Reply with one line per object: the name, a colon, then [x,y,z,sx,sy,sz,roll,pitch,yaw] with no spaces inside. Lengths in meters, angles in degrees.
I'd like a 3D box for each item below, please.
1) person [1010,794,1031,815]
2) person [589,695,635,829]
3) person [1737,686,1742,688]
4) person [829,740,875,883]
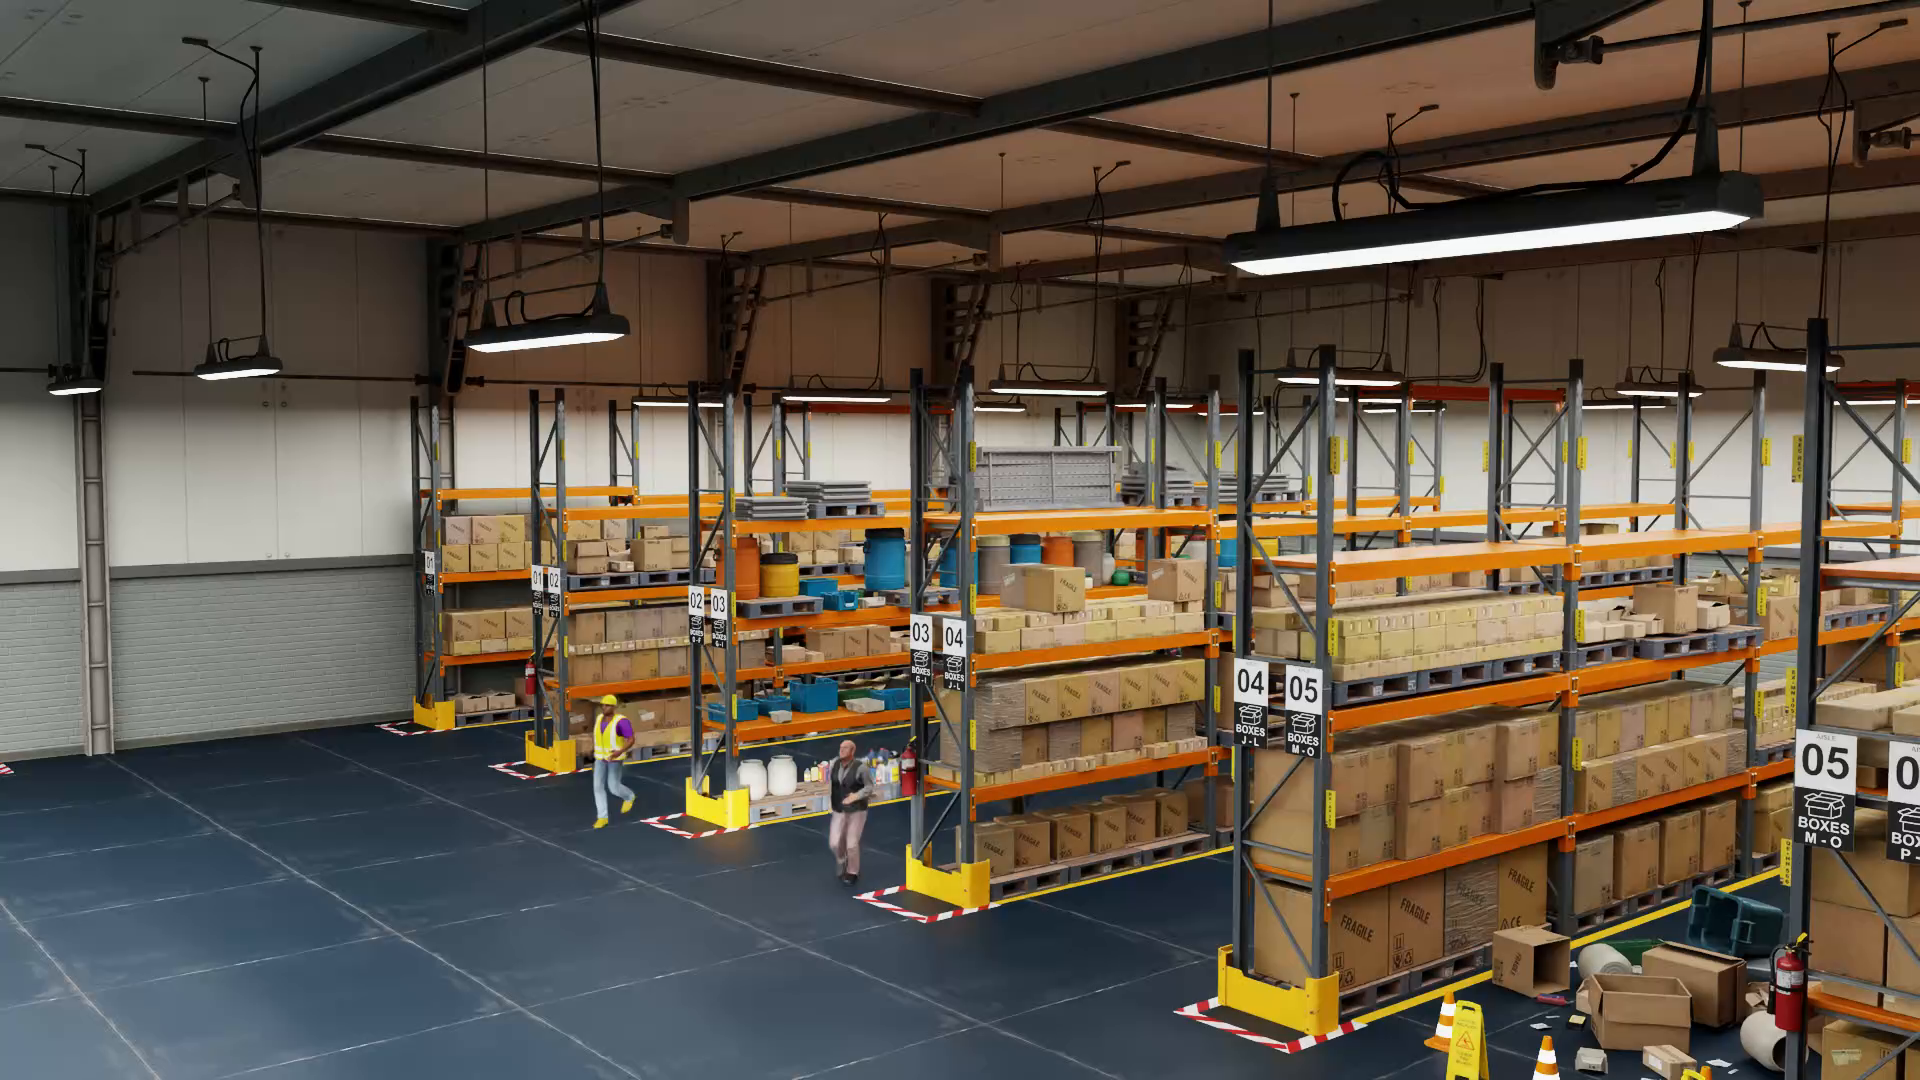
person: [0.847,2.982,22.613,0.724,1.752,0.653,3,4,41]
person: [-4.720,2.970,22.553,0.711,1.761,0.849,1,4,19]
person: [11.400,2.948,24.207,0.719,1.650,0.508,-2,4,-35]
person: [-1.316,3.174,19.355,0.645,1.690,0.593,1,4,21]
